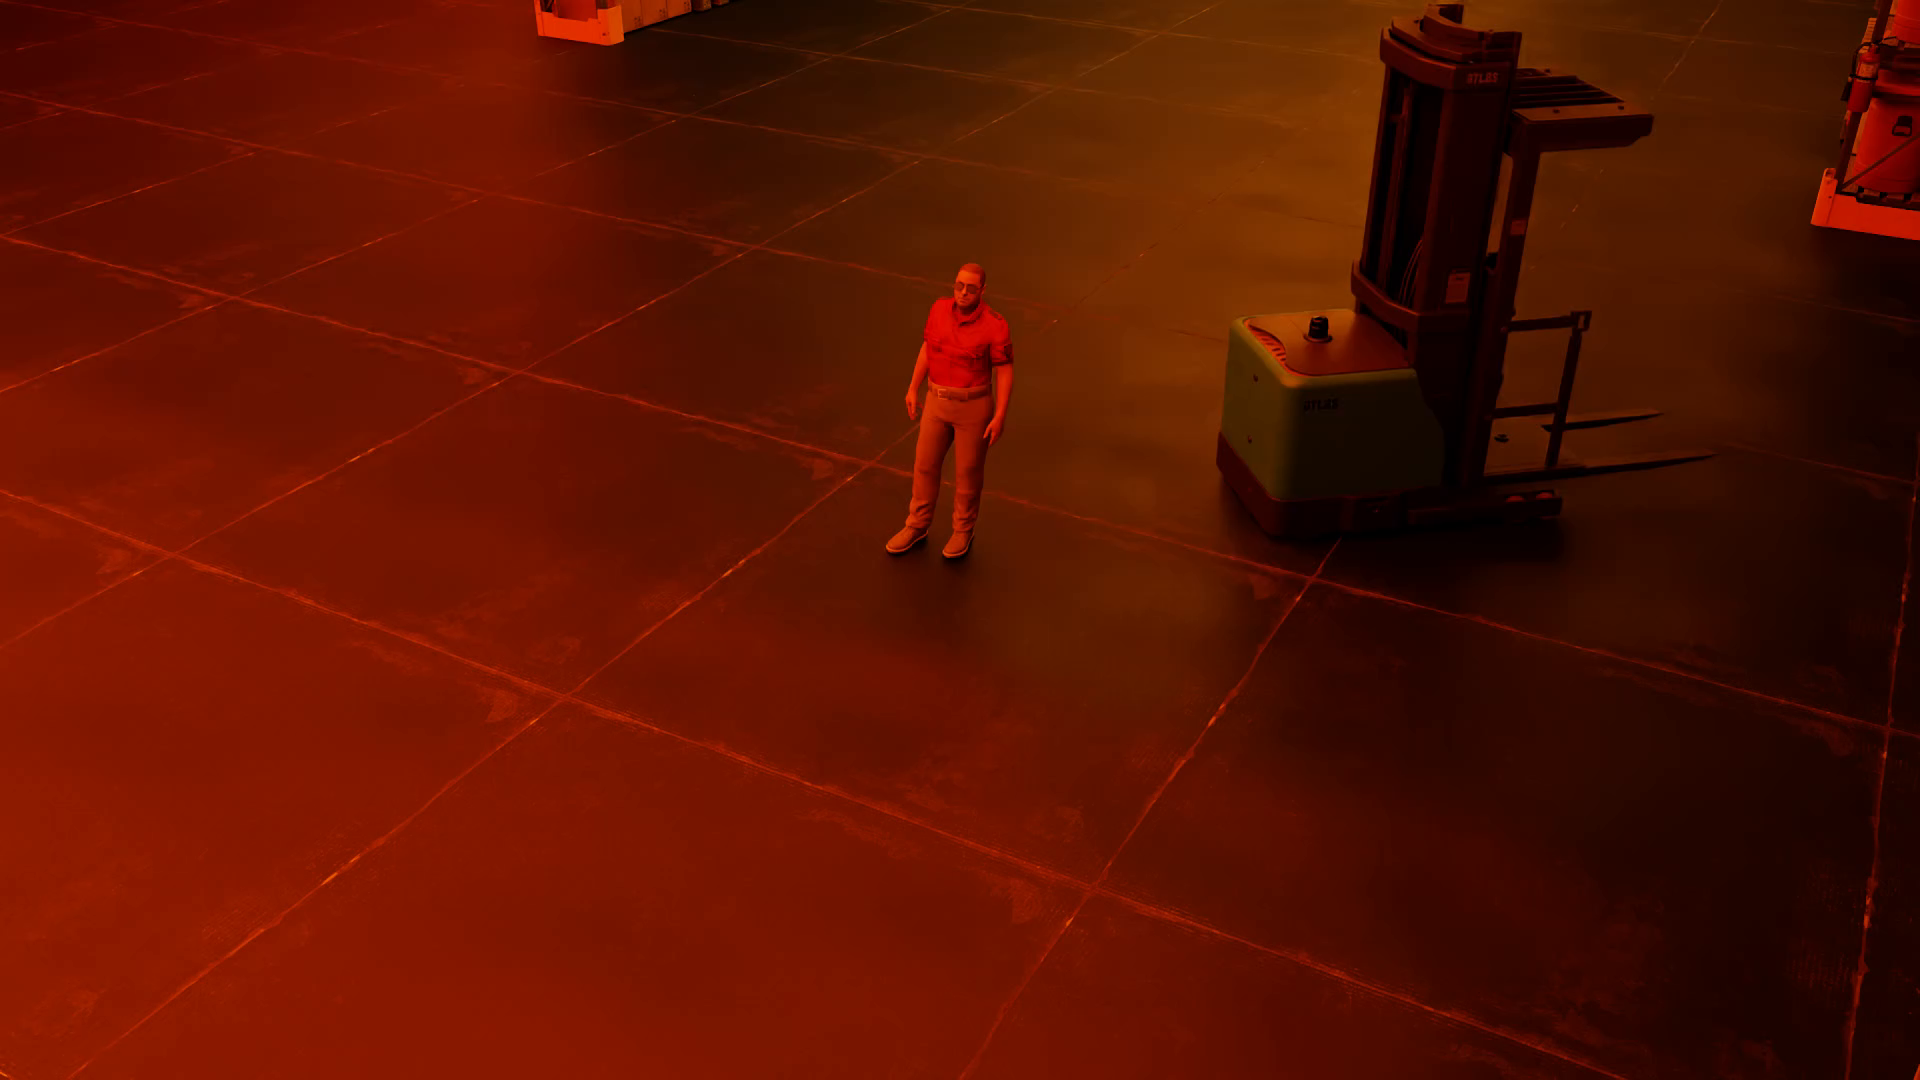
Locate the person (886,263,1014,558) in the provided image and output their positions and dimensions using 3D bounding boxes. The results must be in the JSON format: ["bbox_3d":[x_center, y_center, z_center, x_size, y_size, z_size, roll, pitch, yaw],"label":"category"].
[{"bbox_3d":[-0.054,-0.719,9.504,0.640,1.727,0.550,15,33,25],"label":"person"}]

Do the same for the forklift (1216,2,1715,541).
[{"bbox_3d":[3.218,-1.626,9.889,3.031,2.935,1.130,-6,31,-10],"label":"forklift"}]
